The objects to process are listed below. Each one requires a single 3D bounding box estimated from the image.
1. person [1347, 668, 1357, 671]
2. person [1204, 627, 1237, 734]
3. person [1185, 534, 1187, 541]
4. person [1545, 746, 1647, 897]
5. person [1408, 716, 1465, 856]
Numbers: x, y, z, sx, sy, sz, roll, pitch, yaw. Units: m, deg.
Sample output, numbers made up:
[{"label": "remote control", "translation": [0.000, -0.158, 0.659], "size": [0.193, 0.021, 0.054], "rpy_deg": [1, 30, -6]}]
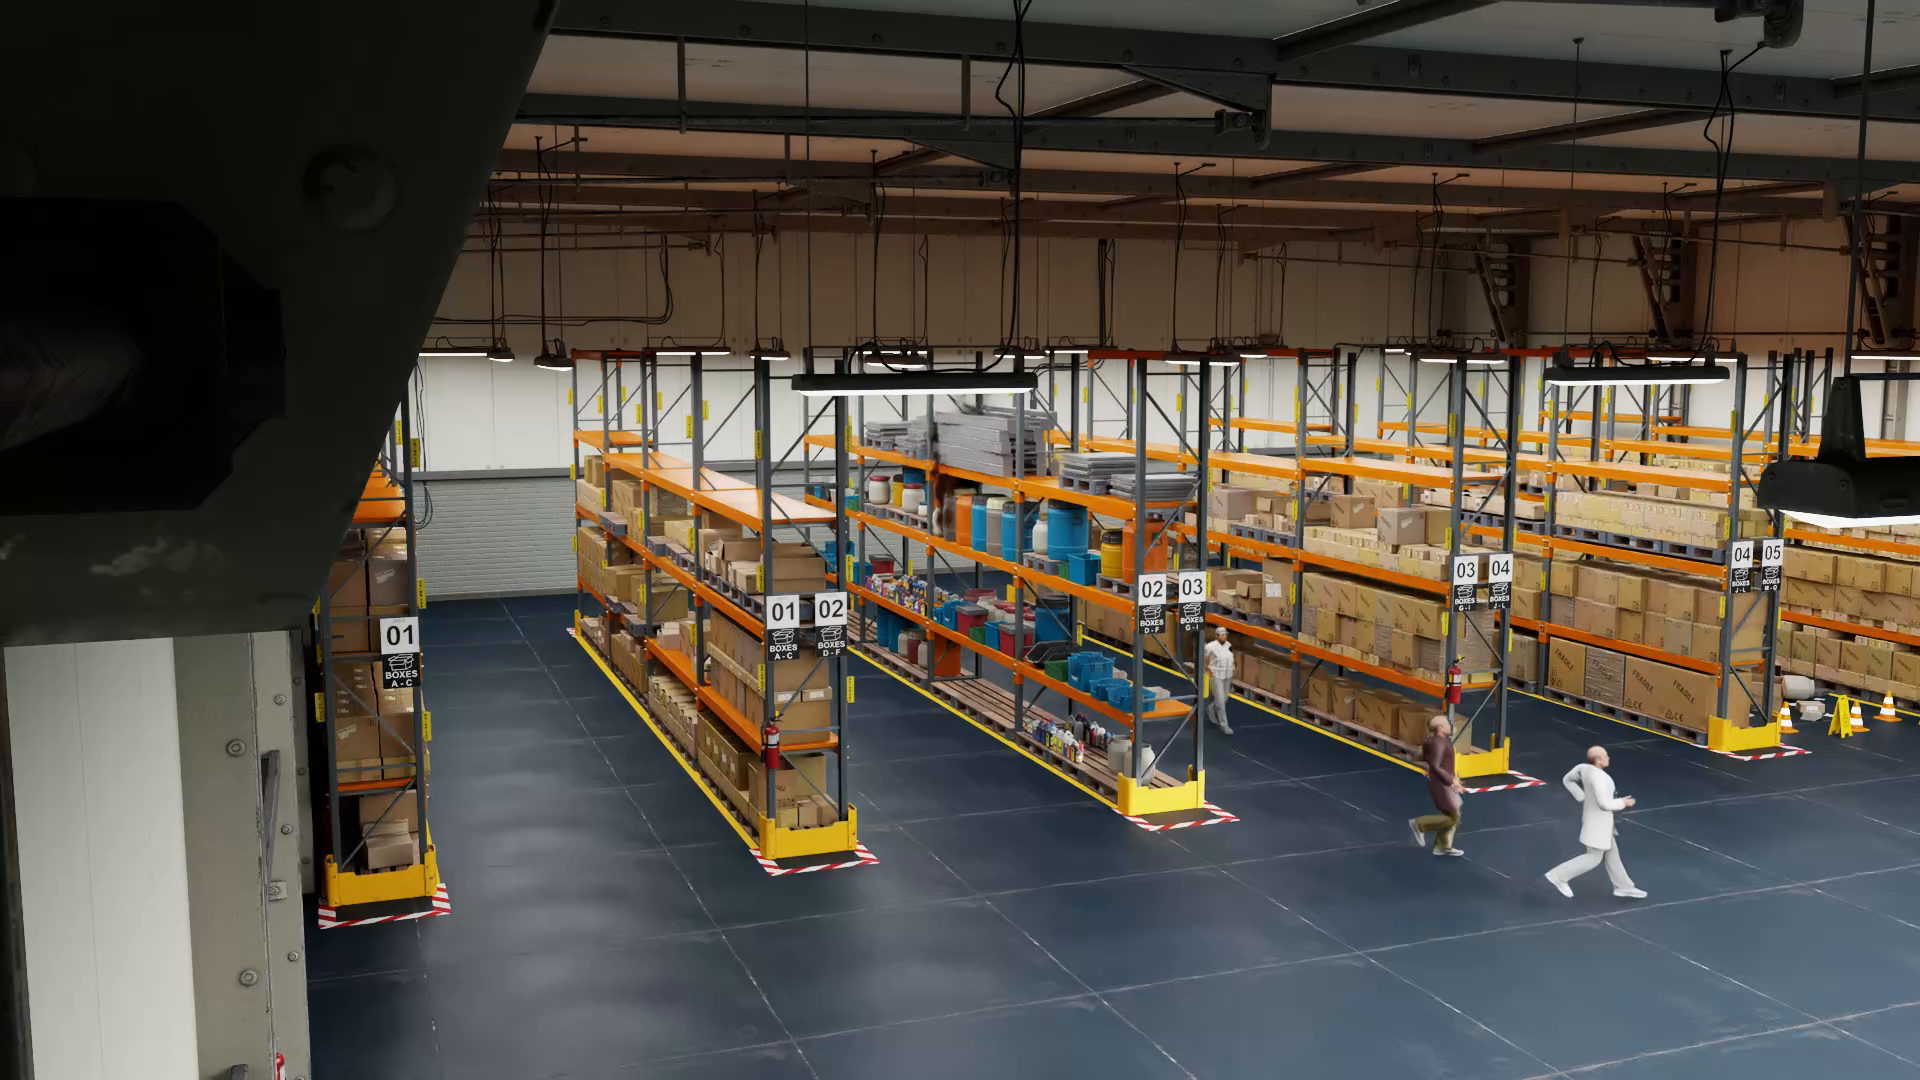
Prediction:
[{"label": "person", "translation": [7.415, 1.655, 31.109], "size": [0.591, 1.625, 0.579], "rpy_deg": [-3, 8, -25]}, {"label": "person", "translation": [4.151, 2.205, 26.576], "size": [0.617, 1.668, 0.828], "rpy_deg": [-4, 8, -28]}, {"label": "person", "translation": [5.114, 0.636, 38.755], "size": [0.659, 1.828, 0.756], "rpy_deg": [-2, 7, -17]}, {"label": "person", "translation": [7.102, 3.137, 18.475], "size": [1.154, 1.737, 0.727], "rpy_deg": [1, 7, 5]}, {"label": "person", "translation": [5.781, 2.978, 20.150], "size": [0.690, 1.733, 0.709], "rpy_deg": [1, 7, 6]}]
